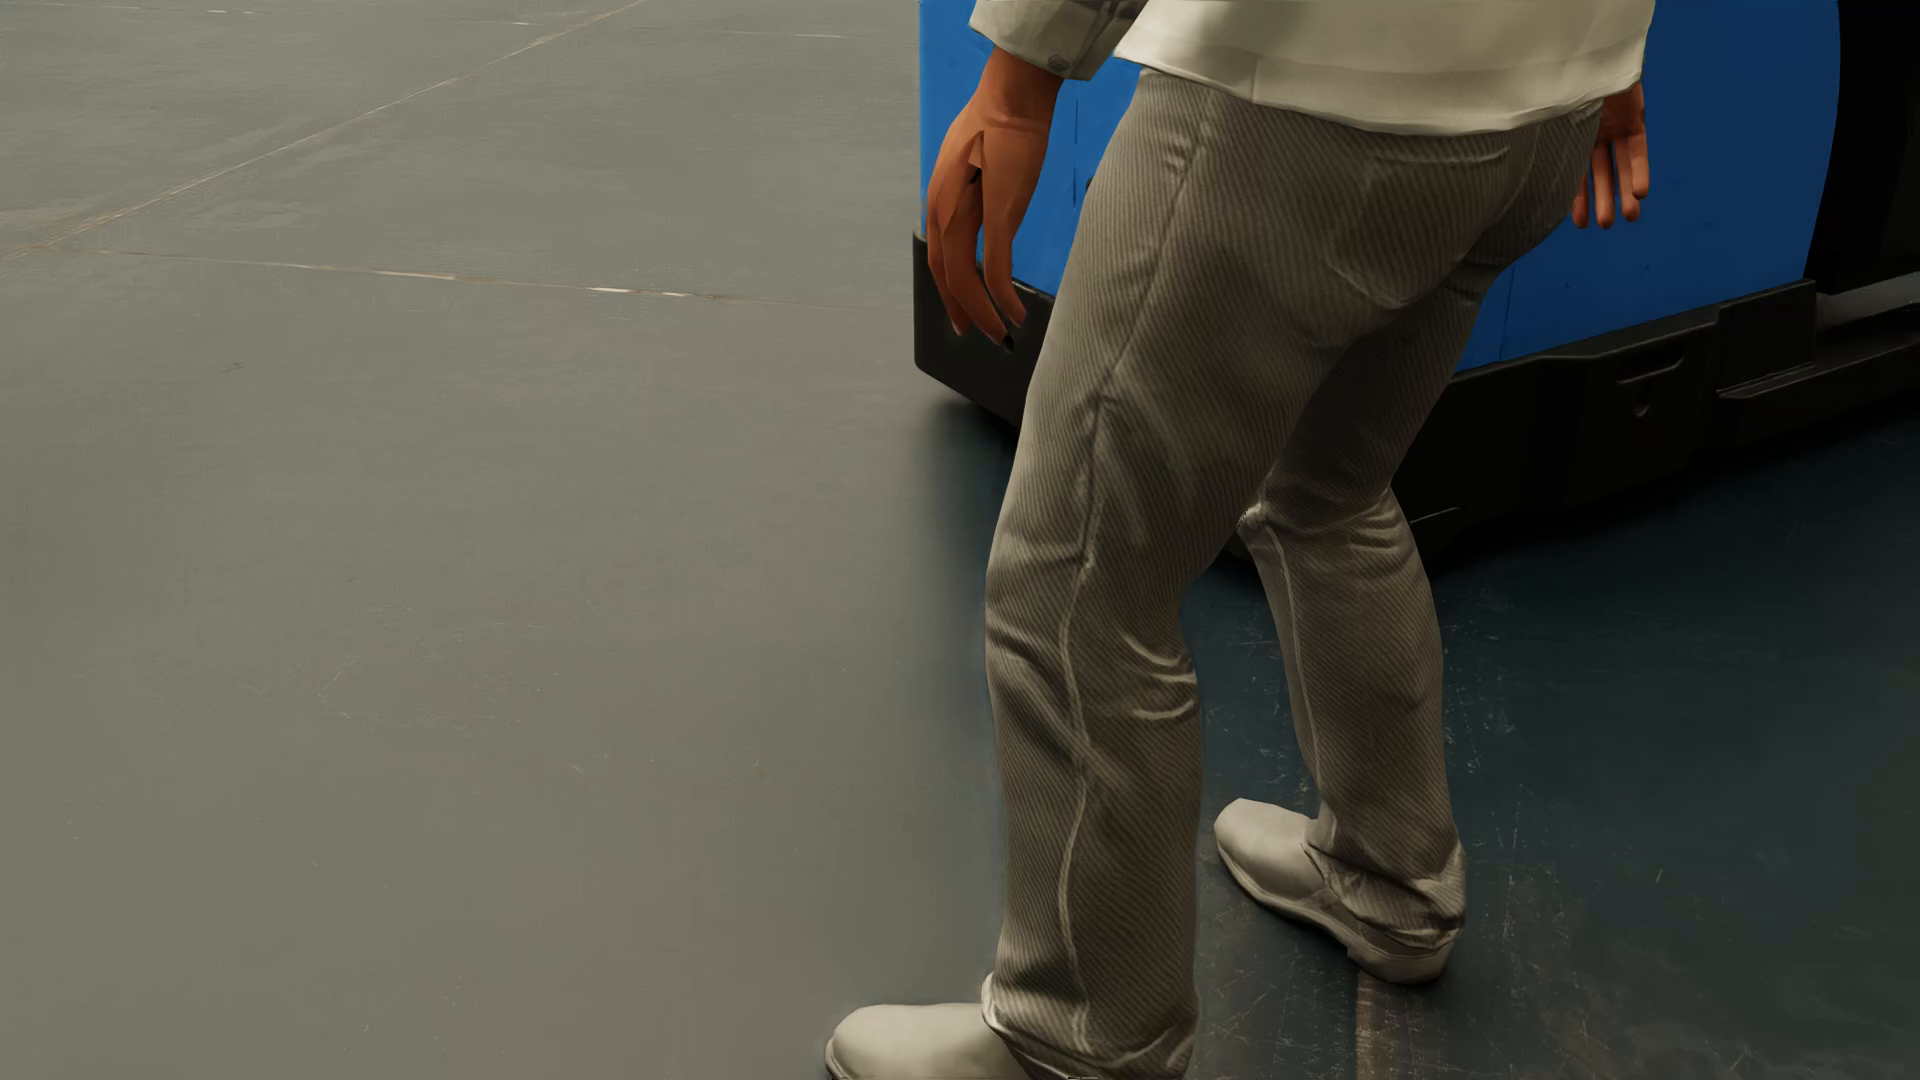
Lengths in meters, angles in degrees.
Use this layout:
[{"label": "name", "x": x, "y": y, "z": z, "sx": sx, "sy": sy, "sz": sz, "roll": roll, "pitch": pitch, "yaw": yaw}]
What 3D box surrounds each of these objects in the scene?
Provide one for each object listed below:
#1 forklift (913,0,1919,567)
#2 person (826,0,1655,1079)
[{"label": "forklift", "x": 1.439, "y": -1.744, "z": 2.703, "sx": 3.031, "sy": 2.935, "sz": 1.130, "roll": -16, "pitch": 31, "yaw": -28}, {"label": "person", "x": 0.262, "y": -0.364, "z": 1.285, "sx": 0.434, "sy": 1.747, "sz": 0.805, "roll": 23, "pitch": 35, "yaw": 37}]
